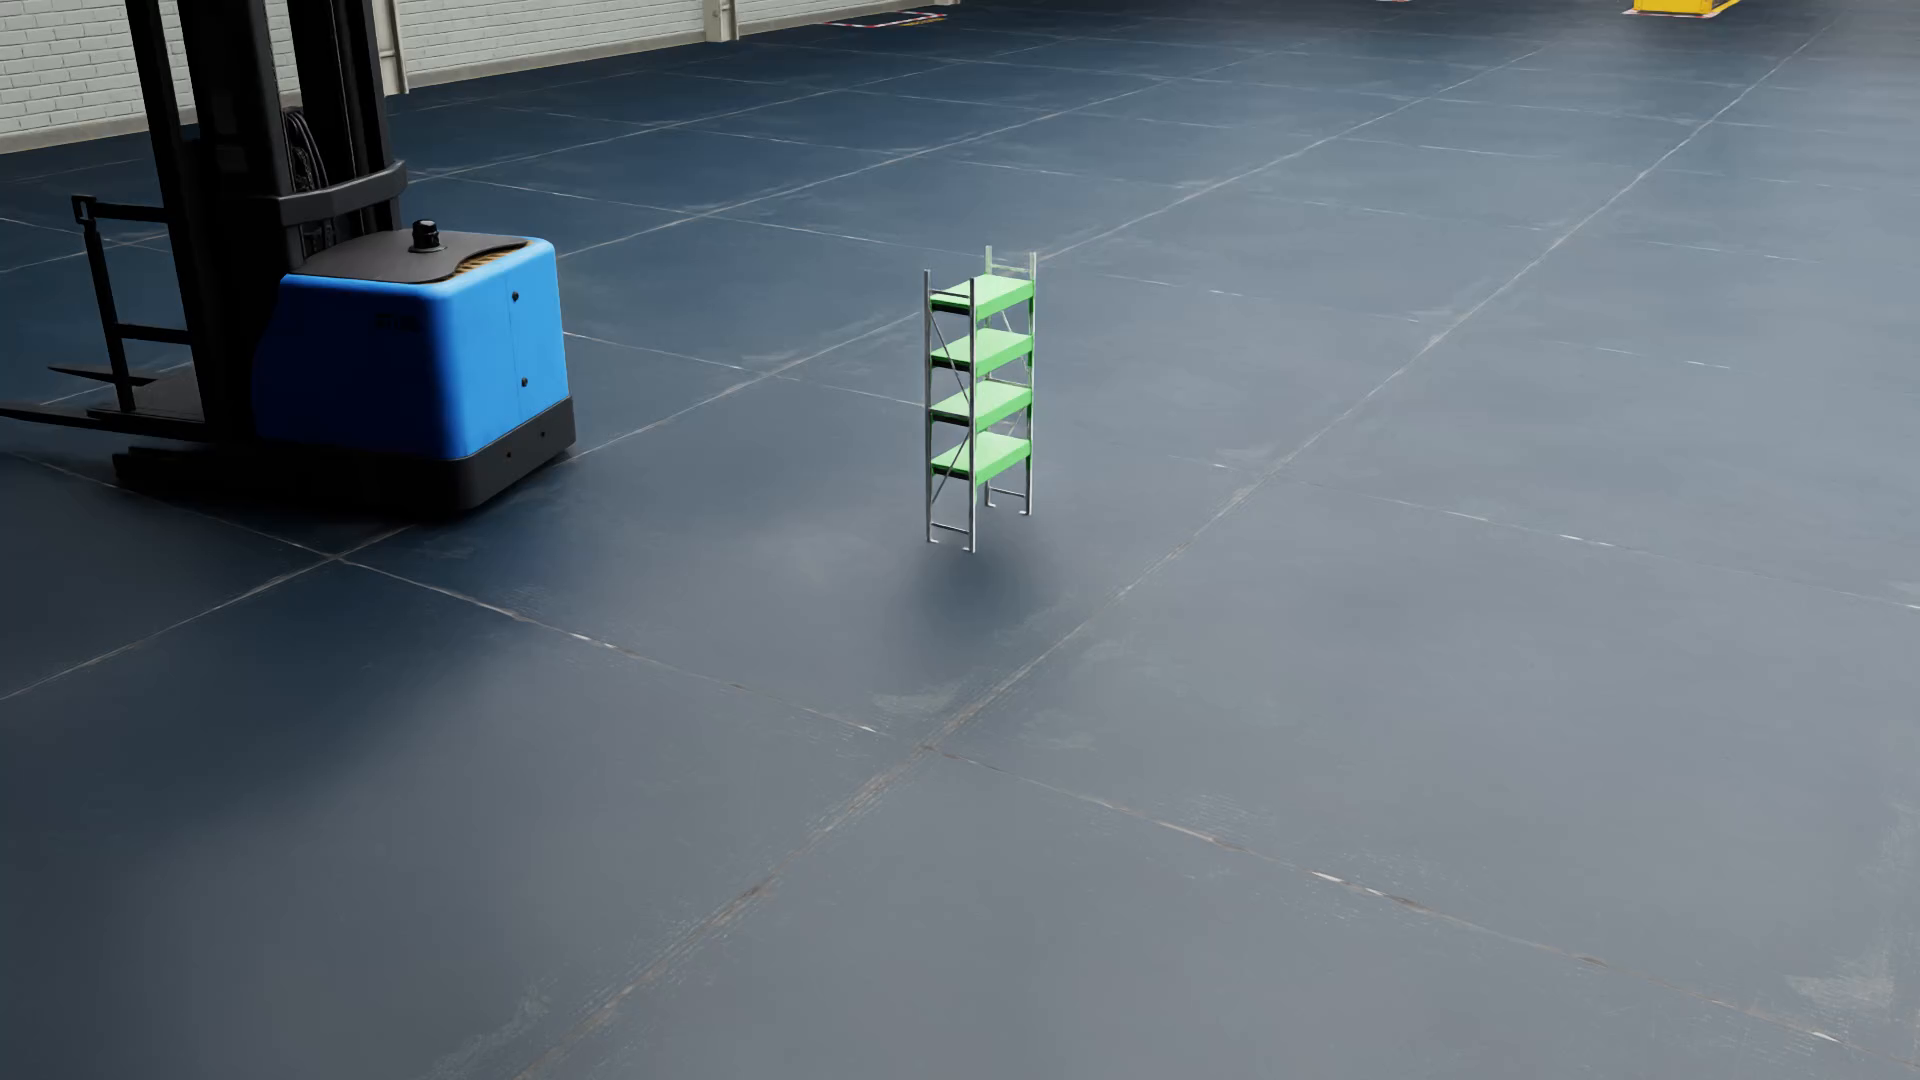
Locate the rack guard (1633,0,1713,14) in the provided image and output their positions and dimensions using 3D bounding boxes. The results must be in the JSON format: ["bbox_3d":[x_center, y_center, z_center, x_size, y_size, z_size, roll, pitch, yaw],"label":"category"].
[{"bbox_3d":[11.718,-8.943,27.278,1.175,0.500,0.348,14,27,29],"label":"rack guard"}]

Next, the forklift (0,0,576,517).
[{"bbox_3d":[-3.467,-1.773,7.656,3.031,2.935,1.130,7,24,16],"label":"forklift"}]

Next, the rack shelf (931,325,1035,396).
[{"bbox_3d":[0.087,-0.768,7.071,0.258,0.148,0.480,14,27,29],"label":"rack shelf"}]

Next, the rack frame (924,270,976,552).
[{"bbox_3d":[-0.041,-0.524,6.950,0.240,1.200,0.015,14,27,29],"label":"rack frame"}]

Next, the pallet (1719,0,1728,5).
[{"bbox_3d":[12.796,-9.493,28.914,1.003,0.211,1.213,14,27,29],"label":"pallet"}]

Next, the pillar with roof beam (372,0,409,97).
[{"bbox_3d":[-2.902,-8.324,15.151,9.100,9.000,0.400,14,27,29],"label":"pillar with roof beam"}]

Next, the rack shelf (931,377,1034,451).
[{"bbox_3d":[0.087,-0.548,7.166,0.258,0.148,0.480,14,27,29],"label":"rack shelf"}]

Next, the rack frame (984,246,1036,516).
[{"bbox_3d":[0.216,-0.689,7.331,0.240,1.200,0.015,14,27,29],"label":"rack frame"}]

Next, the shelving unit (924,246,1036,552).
[{"bbox_3d":[0.087,-0.606,7.141,0.258,1.200,0.503,14,27,29],"label":"shelving unit"}]

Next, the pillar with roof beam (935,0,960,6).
[{"bbox_3d":[3.428,-12.374,24.506,9.100,9.000,0.400,14,27,29],"label":"pillar with roof beam"}]

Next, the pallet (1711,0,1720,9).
[{"bbox_3d":[12.151,-9.083,27.966,1.003,0.211,1.213,14,27,29],"label":"pallet"}]

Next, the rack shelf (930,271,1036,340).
[{"bbox_3d":[0.087,-0.988,6.975,0.258,0.148,0.480,14,27,29],"label":"rack shelf"}]

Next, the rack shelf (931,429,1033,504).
[{"bbox_3d":[0.087,-0.328,7.261,0.258,0.148,0.480,14,27,29],"label":"rack shelf"}]

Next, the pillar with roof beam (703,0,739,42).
[{"bbox_3d":[0.263,-10.349,19.828,9.100,9.000,0.400,14,27,29],"label":"pillar with roof beam"}]
